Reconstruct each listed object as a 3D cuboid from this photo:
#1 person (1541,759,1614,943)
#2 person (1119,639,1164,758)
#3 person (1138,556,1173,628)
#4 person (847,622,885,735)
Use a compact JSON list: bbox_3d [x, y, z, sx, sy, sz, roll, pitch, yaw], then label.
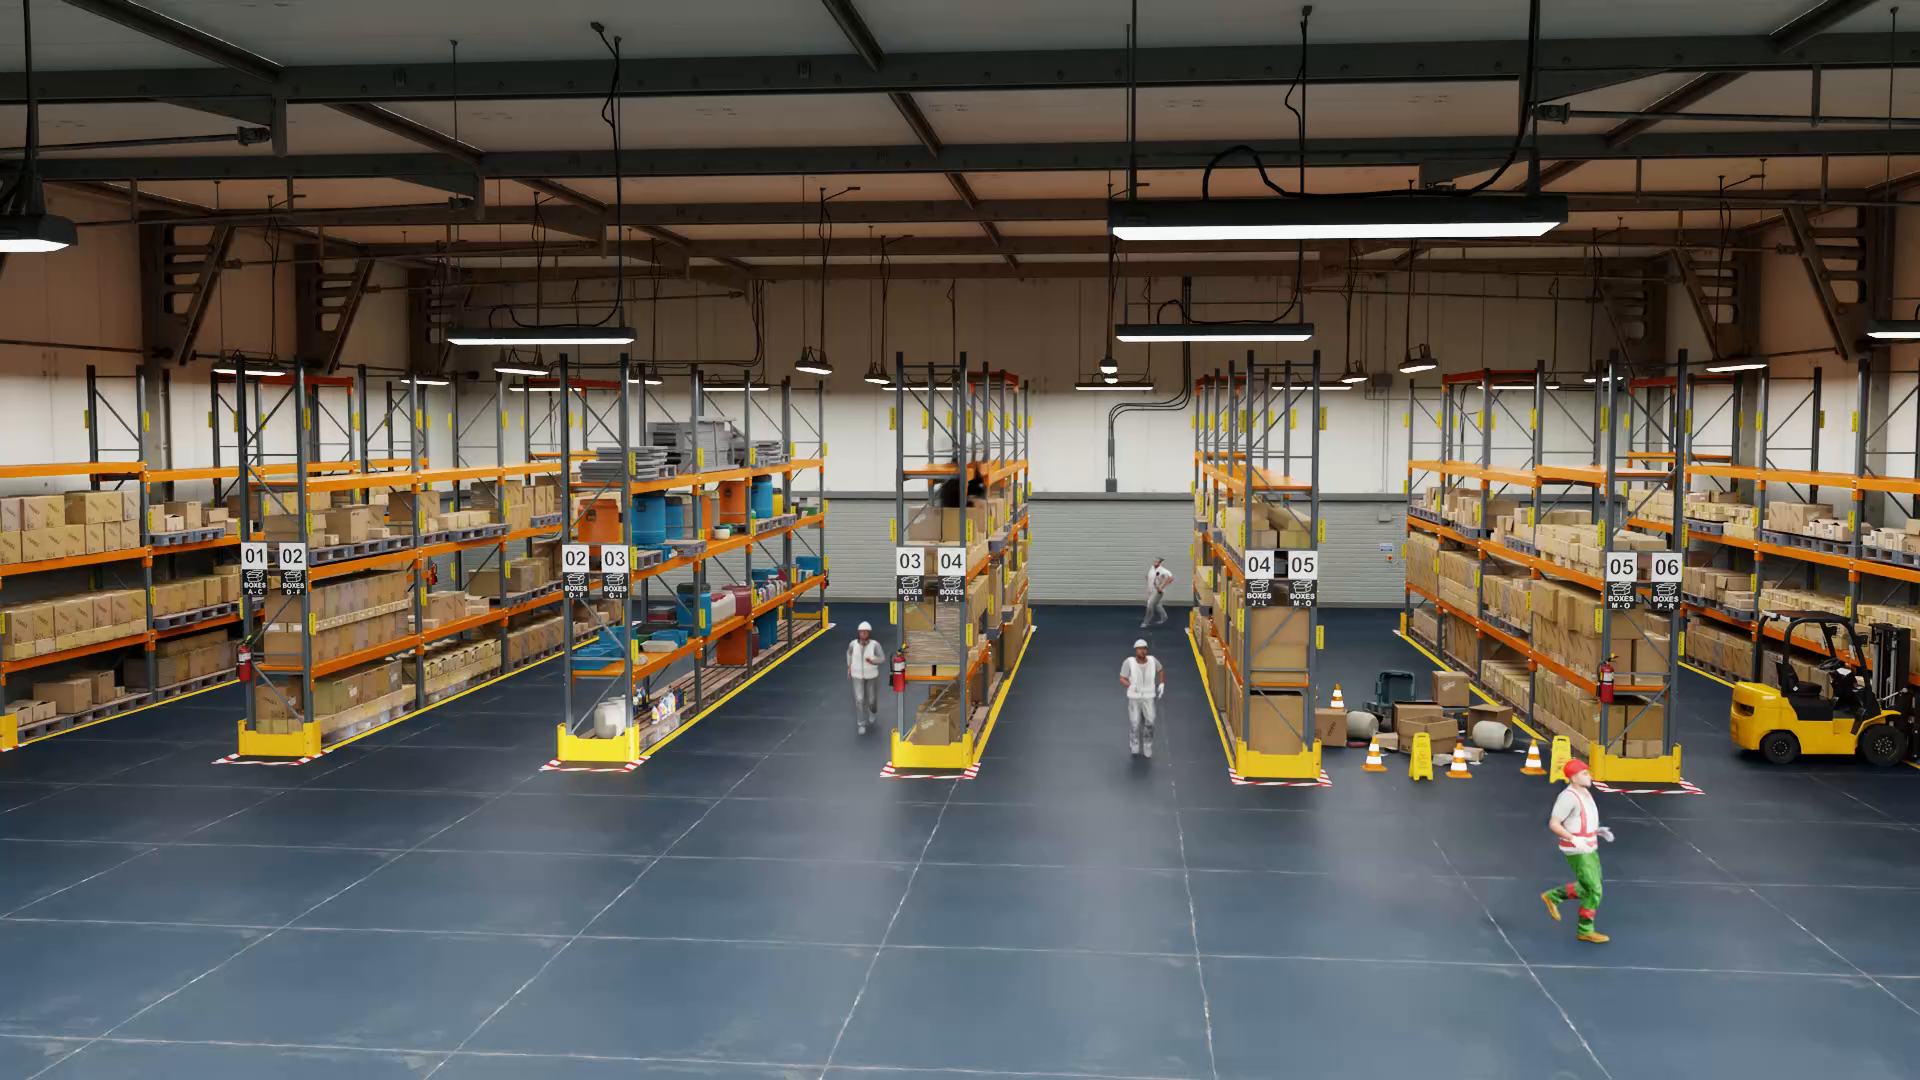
[{"bbox_3d":[5.950,2.989,16.098,0.708,1.742,0.659,4,5,42],"label":"person"},{"bbox_3d":[2.723,2.369,24.740,0.709,1.791,0.690,0,4,-3],"label":"person"},{"bbox_3d":[4.807,1.261,40.445,0.849,1.795,0.671,-1,4,-19],"label":"person"},{"bbox_3d":[-1.521,2.191,26.778,0.657,1.757,0.952,0,4,4],"label":"person"}]
